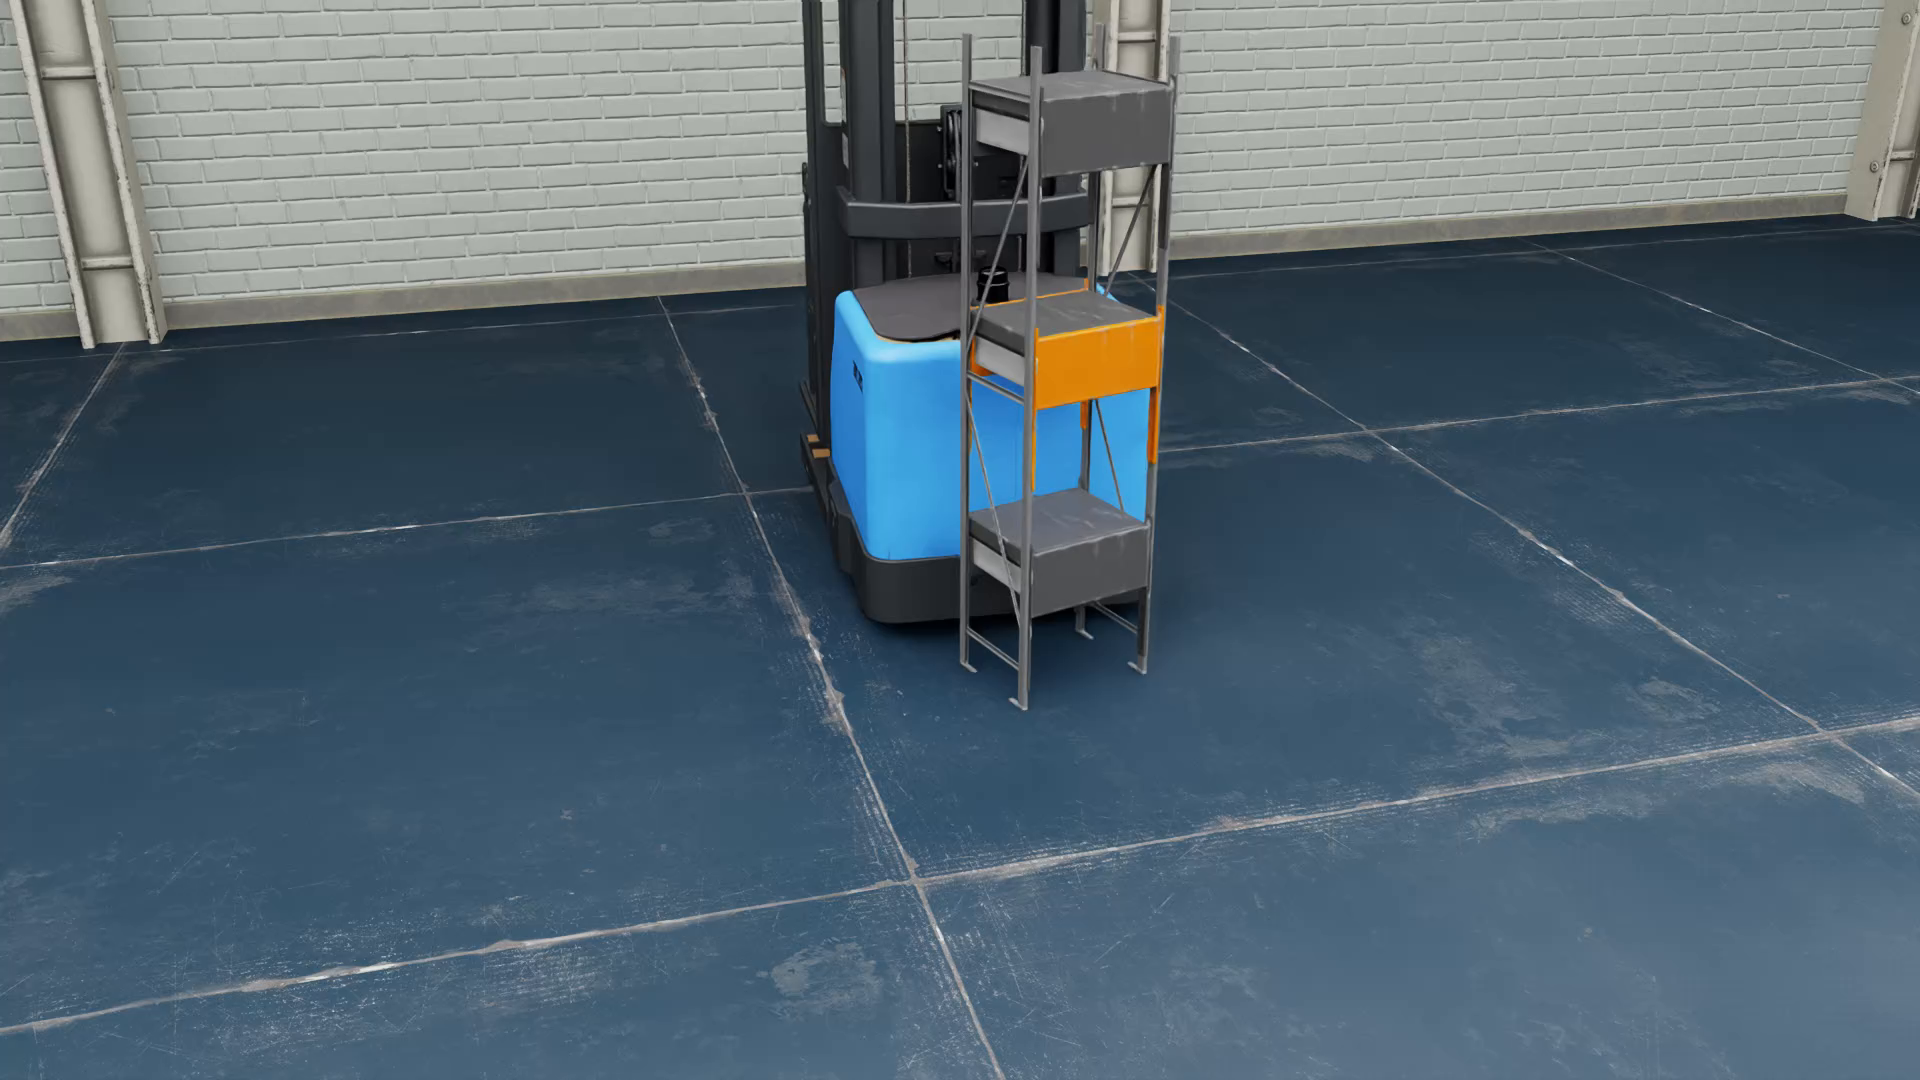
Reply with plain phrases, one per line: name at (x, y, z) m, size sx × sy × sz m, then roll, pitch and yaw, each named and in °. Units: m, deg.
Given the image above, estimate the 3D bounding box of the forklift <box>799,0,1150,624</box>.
forklift at (-0.105, -1.603, 6.770) m, size 1.130 × 2.935 × 3.031 m, roll -5°, pitch 24°, yaw -11°

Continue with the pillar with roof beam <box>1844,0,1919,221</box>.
pillar with roof beam at (8.000, -4.920, 6.805) m, size 0.400 × 9.000 × 9.100 m, roll -6°, pitch 24°, yaw -14°

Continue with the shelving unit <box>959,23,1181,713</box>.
shelving unit at (0.321, -0.518, 5.291) m, size 0.503 × 2.100 × 0.431 m, roll -14°, pitch 27°, yaw -29°

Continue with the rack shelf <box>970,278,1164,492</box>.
rack shelf at (0.321, -0.506, 5.296) m, size 0.480 × 0.518 × 0.431 m, roll -14°, pitch 27°, yaw -29°

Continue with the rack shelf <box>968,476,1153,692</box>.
rack shelf at (0.318, 0.136, 5.576) m, size 0.480 × 0.518 × 0.431 m, roll -14°, pitch 27°, yaw -29°

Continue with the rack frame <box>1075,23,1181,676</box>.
rack frame at (0.529, -0.569, 5.408) m, size 0.015 × 2.100 × 0.400 m, roll -14°, pitch 27°, yaw -29°

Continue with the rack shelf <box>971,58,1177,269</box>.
rack shelf at (0.323, -1.147, 5.017) m, size 0.480 × 0.518 × 0.431 m, roll -14°, pitch 27°, yaw -29°

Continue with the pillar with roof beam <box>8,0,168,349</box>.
pillar with roof beam at (-3.554, -3.642, 3.826) m, size 0.400 × 9.000 × 9.100 m, roll -6°, pitch 24°, yaw -14°

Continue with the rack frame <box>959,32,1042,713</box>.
rack frame at (0.113, -0.468, 5.173) m, size 0.015 × 2.100 × 0.400 m, roll -14°, pitch 27°, yaw -29°

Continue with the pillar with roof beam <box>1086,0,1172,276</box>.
pillar with roof beam at (2.223, -4.281, 5.316) m, size 0.400 × 9.000 × 9.100 m, roll -6°, pitch 24°, yaw -14°
